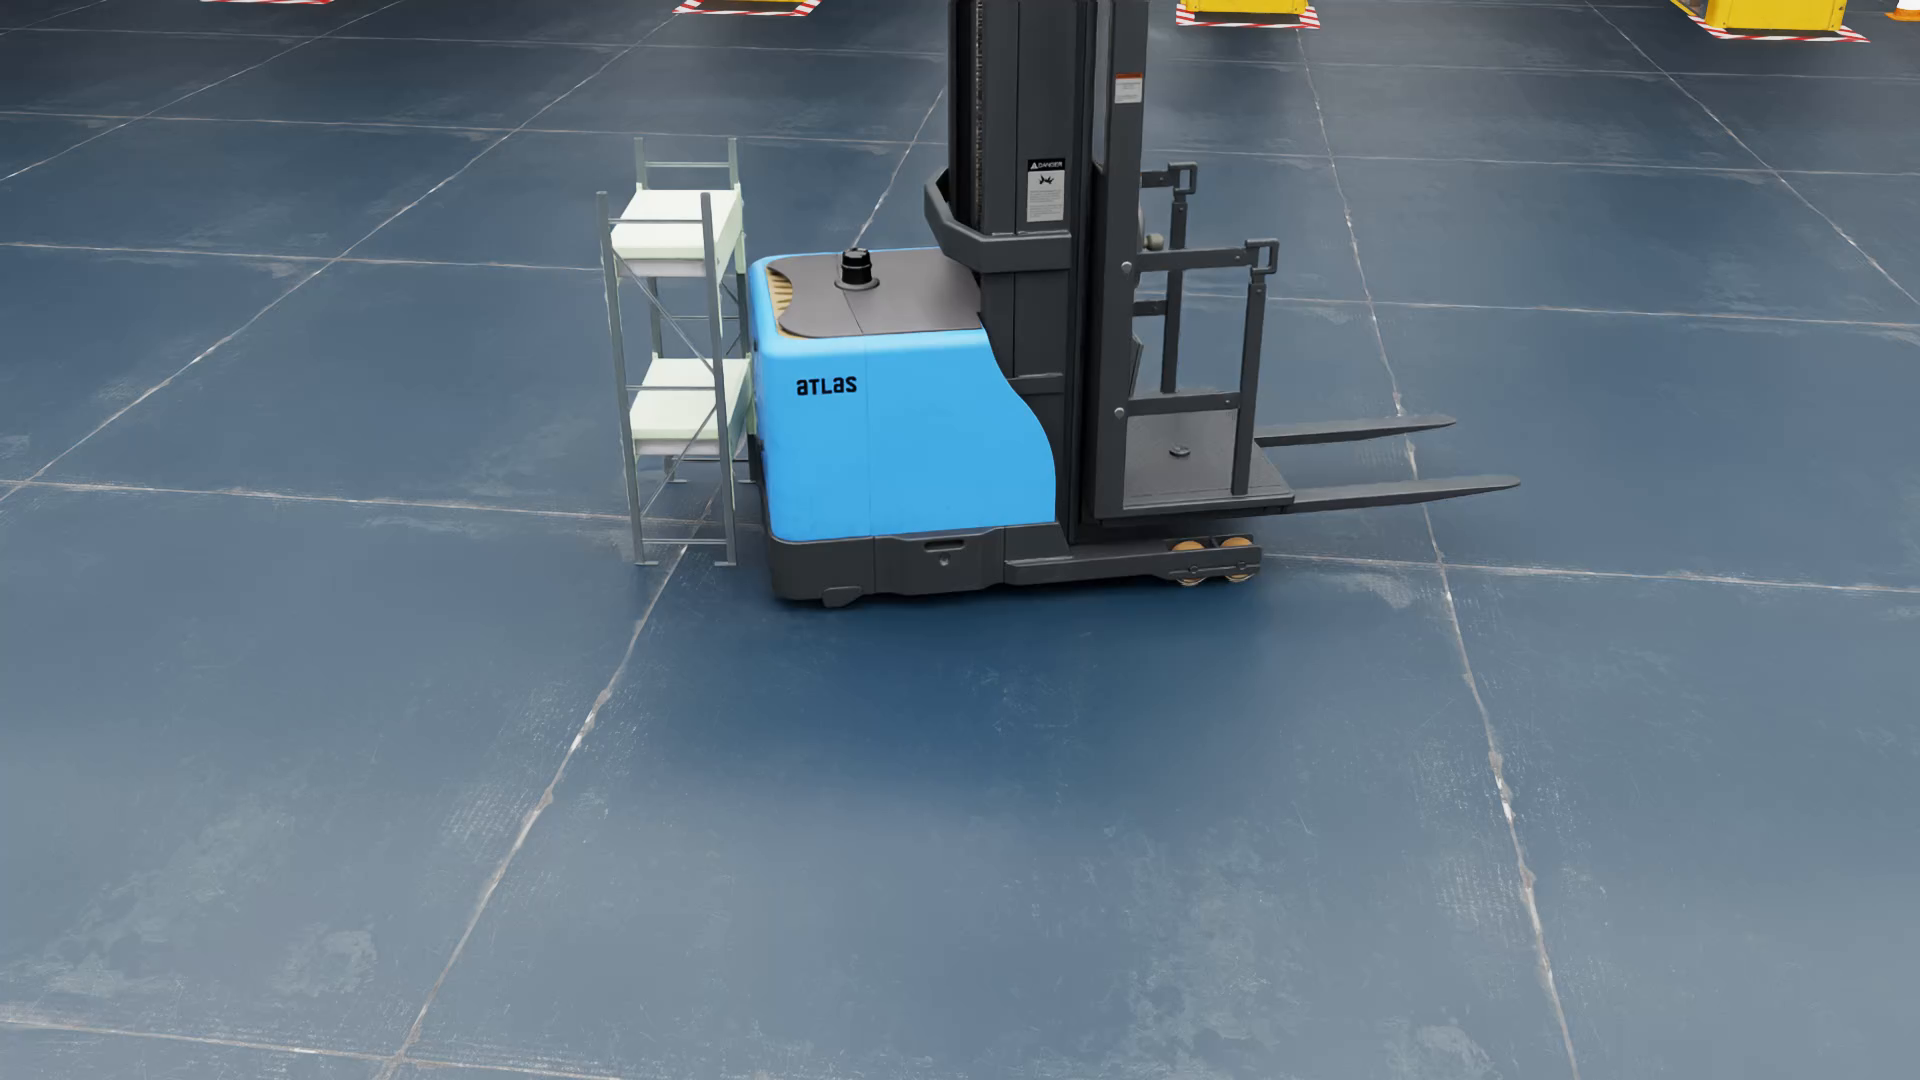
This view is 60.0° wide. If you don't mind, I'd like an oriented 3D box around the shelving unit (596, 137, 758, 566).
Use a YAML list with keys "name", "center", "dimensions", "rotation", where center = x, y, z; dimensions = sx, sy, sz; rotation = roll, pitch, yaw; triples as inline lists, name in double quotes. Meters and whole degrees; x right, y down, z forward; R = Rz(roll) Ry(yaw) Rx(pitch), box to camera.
- name: "shelving unit"
  center: [-1.078, -0.737, 6.536]
  dimensions: [0.431, 1.500, 0.755]
  rotation: [0, 28, 0]

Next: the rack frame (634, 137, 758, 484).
- name: "rack frame"
  center: [-1.074, -0.910, 6.859]
  dimensions: [0.400, 1.500, 0.023]
  rotation: [0, 28, 0]

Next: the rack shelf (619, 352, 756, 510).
- name: "rack shelf"
  center: [-1.078, -0.450, 6.691]
  dimensions: [0.431, 0.370, 0.720]
  rotation: [0, 28, 0]

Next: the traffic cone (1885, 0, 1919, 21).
- name: "traffic cone"
  center: [9.211, -5.285, 16.071]
  dimensions: [0.336, 0.463, 0.334]
  rotation: [3, 28, 6]

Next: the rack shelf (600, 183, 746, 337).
- name: "rack shelf"
  center: [-1.078, -1.080, 6.351]
  dimensions: [0.431, 0.370, 0.720]
  rotation: [0, 28, 0]

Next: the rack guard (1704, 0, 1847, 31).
- name: "rack guard"
  center: [7.734, -5.122, 15.731]
  dimensions: [1.175, 0.500, 0.348]
  rotation: [3, 28, 6]

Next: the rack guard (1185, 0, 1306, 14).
- name: "rack guard"
  center: [2.836, -5.505, 16.442]
  dimensions: [1.175, 0.500, 0.348]
  rotation: [3, 28, 6]

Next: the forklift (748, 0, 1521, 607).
- name: "forklift"
  center: [0.717, -1.360, 6.184]
  dimensions: [3.031, 2.935, 1.130]
  rotation: [-5, 29, -8]

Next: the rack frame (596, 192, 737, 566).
- name: "rack frame"
  center: [-1.081, -0.563, 6.214]
  dimensions: [0.400, 1.500, 0.023]
  rotation: [0, 28, 0]

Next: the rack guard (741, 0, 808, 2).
- name: "rack guard"
  center: [-2.126, -5.796, 16.981]
  dimensions: [1.175, 0.500, 0.348]
  rotation: [3, 28, 6]

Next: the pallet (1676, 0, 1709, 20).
- name: "pallet"
  center: [7.757, -5.387, 16.527]
  dimensions: [1.003, 0.211, 1.213]
  rotation: [3, 28, 6]
